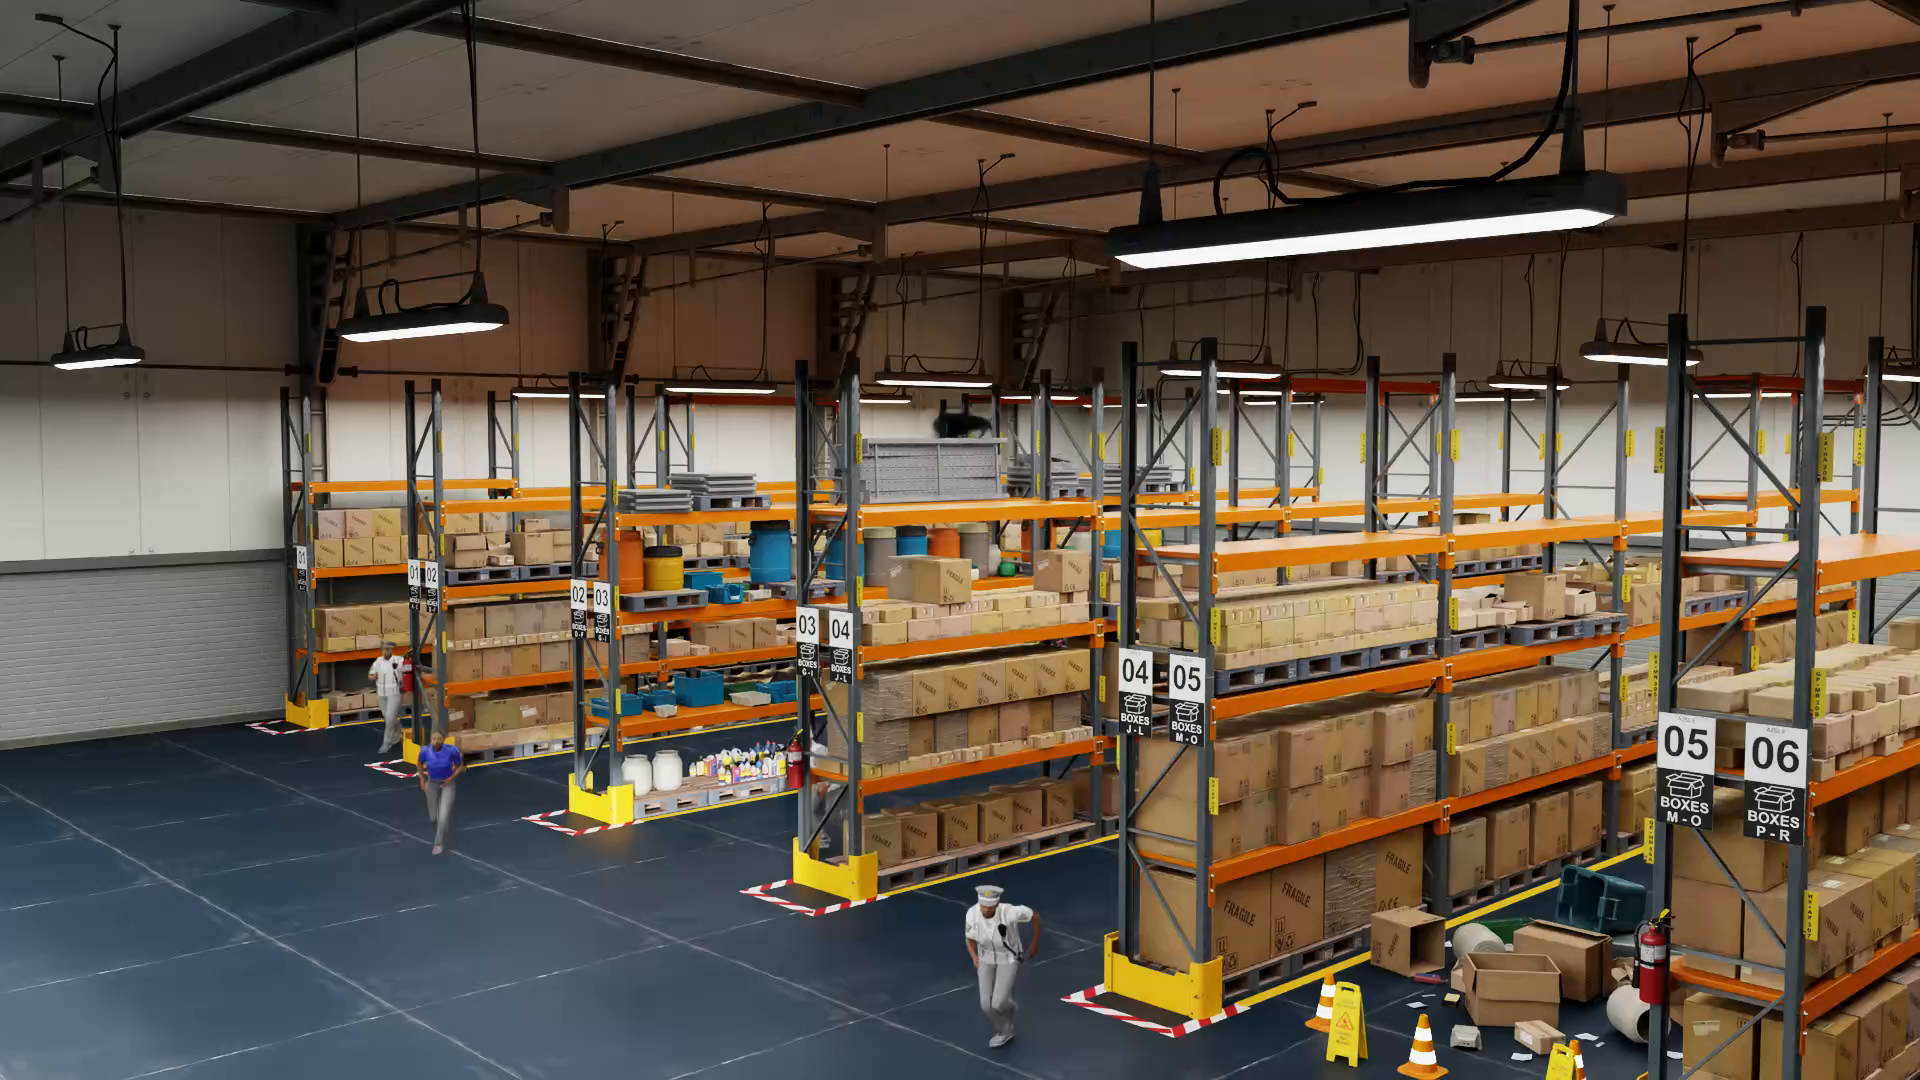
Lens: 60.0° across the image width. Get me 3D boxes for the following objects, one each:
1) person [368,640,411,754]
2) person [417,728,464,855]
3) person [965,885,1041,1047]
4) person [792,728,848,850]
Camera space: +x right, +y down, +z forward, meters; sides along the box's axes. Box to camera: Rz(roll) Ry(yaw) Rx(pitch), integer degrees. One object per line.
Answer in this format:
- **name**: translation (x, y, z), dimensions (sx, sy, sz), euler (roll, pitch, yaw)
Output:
- **person**: translation (-9.316, 2.518, 27.198), dimensions (0.650, 1.795, 0.959), euler (1, 4, 9)
- **person**: translation (-6.427, 3.081, 20.605), dimensions (0.567, 1.594, 0.733), euler (-1, 4, -13)
- **person**: translation (0.351, 3.546, 13.801), dimensions (0.598, 1.485, 0.794), euler (1, 4, 18)
- **person**: translation (-1.627, 3.059, 20.688), dimensions (1.105, 1.612, 0.662), euler (-3, 5, -39)
